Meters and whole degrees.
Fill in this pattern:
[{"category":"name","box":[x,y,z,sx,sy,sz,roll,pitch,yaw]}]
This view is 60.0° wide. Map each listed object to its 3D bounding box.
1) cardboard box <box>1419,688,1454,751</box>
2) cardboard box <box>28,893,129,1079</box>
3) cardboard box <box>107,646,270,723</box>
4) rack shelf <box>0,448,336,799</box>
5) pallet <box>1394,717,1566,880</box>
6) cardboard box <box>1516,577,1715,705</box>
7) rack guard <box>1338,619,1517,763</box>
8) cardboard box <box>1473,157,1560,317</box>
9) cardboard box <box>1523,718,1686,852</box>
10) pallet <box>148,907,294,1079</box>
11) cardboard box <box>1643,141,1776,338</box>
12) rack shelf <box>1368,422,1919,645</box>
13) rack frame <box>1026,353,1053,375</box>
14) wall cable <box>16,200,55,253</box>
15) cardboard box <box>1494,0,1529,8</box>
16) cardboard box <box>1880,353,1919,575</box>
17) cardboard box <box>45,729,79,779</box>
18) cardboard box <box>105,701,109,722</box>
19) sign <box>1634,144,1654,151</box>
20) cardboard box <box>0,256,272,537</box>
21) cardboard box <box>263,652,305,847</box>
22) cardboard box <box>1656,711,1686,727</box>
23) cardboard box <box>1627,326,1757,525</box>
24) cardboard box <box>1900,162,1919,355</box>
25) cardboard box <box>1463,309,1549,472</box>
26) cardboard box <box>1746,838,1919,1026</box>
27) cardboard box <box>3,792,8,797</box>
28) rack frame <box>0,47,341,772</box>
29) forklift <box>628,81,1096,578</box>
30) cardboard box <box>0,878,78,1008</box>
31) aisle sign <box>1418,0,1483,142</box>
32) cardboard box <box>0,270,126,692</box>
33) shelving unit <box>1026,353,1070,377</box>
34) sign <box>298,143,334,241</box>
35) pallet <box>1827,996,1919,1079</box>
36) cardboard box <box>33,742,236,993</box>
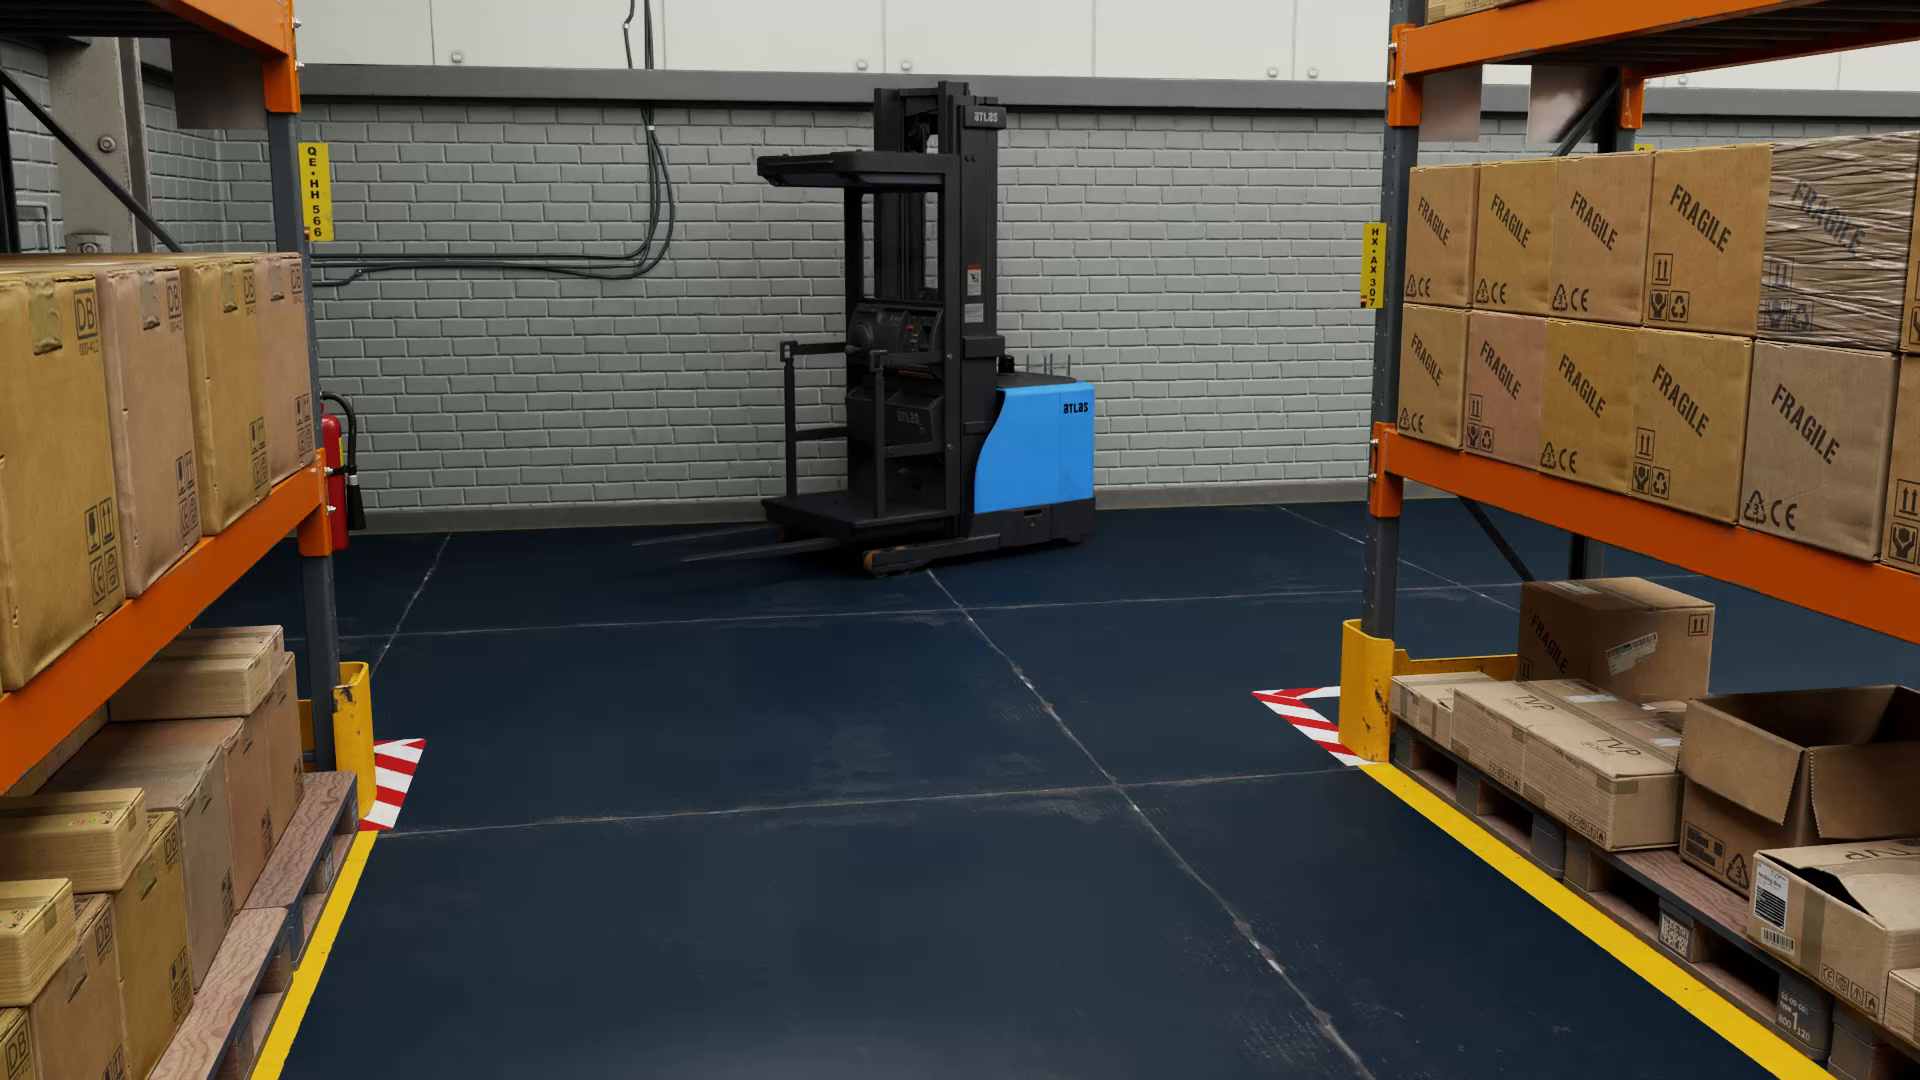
[{"category":"cardboard box","box":[1.930,0.653,6.143,0.380,0.166,0.250,-2,11,-11]},{"category":"cardboard box","box":[-2.083,1.045,3.244,0.700,0.500,0.500,-2,11,-12]},{"category":"cardboard box","box":[-2.233,0.415,4.822,0.380,0.149,0.250,-2,11,-9]},{"category":"rack shelf","box":[-2.333,0.243,3.819,1.077,0.370,4.000,-2,11,-11]},{"category":"pallet","box":[2.307,0.873,6.048,1.003,0.211,1.213,-2,11,-11]},{"category":"cardboard box","box":[2.484,0.445,6.345,0.500,0.500,0.500,-2,11,-11]},{"category":"rack guard","box":[2.151,0.584,6.789,1.175,0.500,0.348,-2,11,-11]},{"category":"cardboard box","box":[2.073,-1.011,5.546,0.500,0.500,0.500,-2,11,-10]},{"category":"cardboard box","box":[2.159,0.771,5.303,0.500,0.250,0.500,-2,11,-11]},{"category":"pallet","box":[-2.256,1.260,4.011,1.003,0.211,1.213,-2,11,-11]},{"category":"cardboard box","box":[2.266,-0.826,4.573,0.500,0.500,0.500,-2,11,-12]},{"category":"rack shelf","box":[2.526,0.063,4.769,1.077,0.370,4.000,-2,11,-11]},{"category":"rack frame","box":[0.555,-0.706,11.697,0.240,1.200,0.006,-9,14,-38]},{"category":"wall cable","box":[-3.899,-1.176,6.637,0.084,1.984,1.851,-2,11,-11]},{"category":"cardboard box","box":[2.072,-1.862,5.335,0.500,0.250,0.500,-2,11,-11]},{"category":"cardboard box","box":[2.464,-0.150,3.694,0.500,0.500,0.500,-2,11,-9]},{"category":"cardboard box","box":[-2.510,0.521,4.265,0.380,0.149,0.250,-2,11,-10]},{"category":"cardboard box","box":[-2.609,0.428,4.752,0.380,0.149,0.250,-2,11,-11]},{"category":"sign","box":[2.685,-1.398,6.578,0.100,0.325,0.005,-2,11,-11]},{"category":"cardboard box","box":[-2.460,-0.398,4.462,0.980,0.700,0.700,-2,11,-11]},{"category":"cardboard box","box":[-2.487,0.670,5.218,0.700,0.500,0.500,-2,11,-11]},{"category":"cardboard box","box":[2.639,0.743,5.447,0.500,0.250,0.500,-2,11,-11]},{"category":"cardboard box","box":[2.260,-0.337,4.679,0.500,0.500,0.500,-2,11,-10]},{"category":"cardboard box","box":[2.460,-0.641,3.603,0.500,0.500,0.500,-2,11,-12]},{"category":"cardboard box","box":[2.070,-0.521,5.646,0.500,0.500,0.500,-2,11,-12]},{"category":"cardboard box","box":[2.380,0.949,4.202,0.500,0.311,0.500,-2,11,-11]},{"category":"cardboard box","box":[-2.411,0.614,3.774,0.380,0.149,0.250,-2,11,-12]},{"category":"rack frame","box":[-2.722,-0.477,5.679,1.000,3.000,0.127,-2,11,-11]},{"category":"forklift","box":[-0.576,-1.324,10.311,3.031,2.935,1.130,-8,14,-37]},{"category":"cardboard box","box":[-1.876,0.750,3.063,0.380,0.149,0.250,-2,11,-9]},{"category":"aisle sign","box":[1.835,-1.936,6.396,0.394,0.787,0.004,-2,11,-11]},{"category":"cardboard box","box":[-2.170,-0.125,3.027,0.980,0.700,0.700,-2,11,-12]},{"category":"shelving unit","box":[0.613,-0.693,11.628,0.258,1.200,0.189,-9,14,-38]},{"category":"sign","box":[-2.187,-1.179,5.639,0.100,0.325,0.005,-2,11,-11]},{"category":"pallet","box":[2.782,1.320,3.697,1.003,0.211,1.213,-2,11,-11]},{"category":"cardboard box","box":[-2.292,0.854,4.251,0.700,0.500,0.500,-2,11,-13]}]
